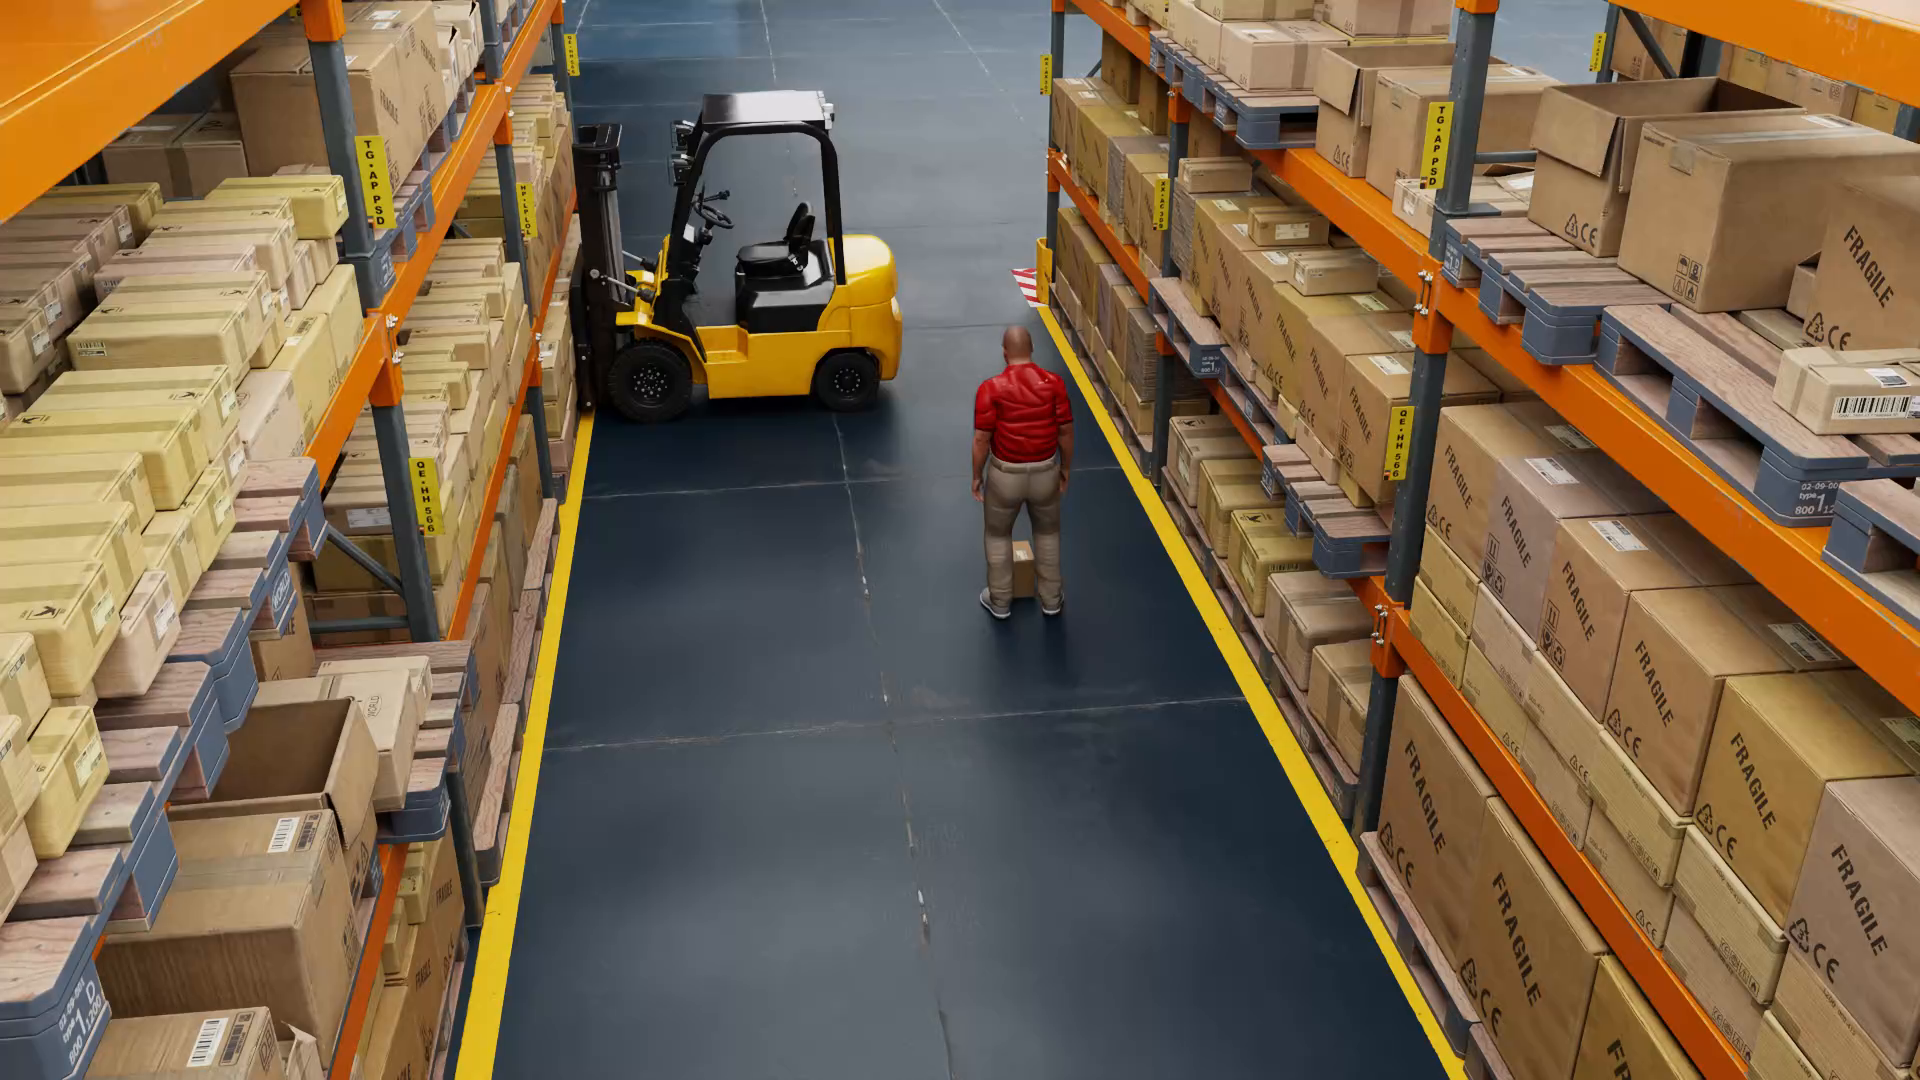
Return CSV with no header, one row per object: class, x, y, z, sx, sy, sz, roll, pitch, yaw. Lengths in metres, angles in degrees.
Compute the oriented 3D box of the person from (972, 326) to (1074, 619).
person,0.345,-0.367,9.355,0.587,1.725,0.405,-5,27,-9
